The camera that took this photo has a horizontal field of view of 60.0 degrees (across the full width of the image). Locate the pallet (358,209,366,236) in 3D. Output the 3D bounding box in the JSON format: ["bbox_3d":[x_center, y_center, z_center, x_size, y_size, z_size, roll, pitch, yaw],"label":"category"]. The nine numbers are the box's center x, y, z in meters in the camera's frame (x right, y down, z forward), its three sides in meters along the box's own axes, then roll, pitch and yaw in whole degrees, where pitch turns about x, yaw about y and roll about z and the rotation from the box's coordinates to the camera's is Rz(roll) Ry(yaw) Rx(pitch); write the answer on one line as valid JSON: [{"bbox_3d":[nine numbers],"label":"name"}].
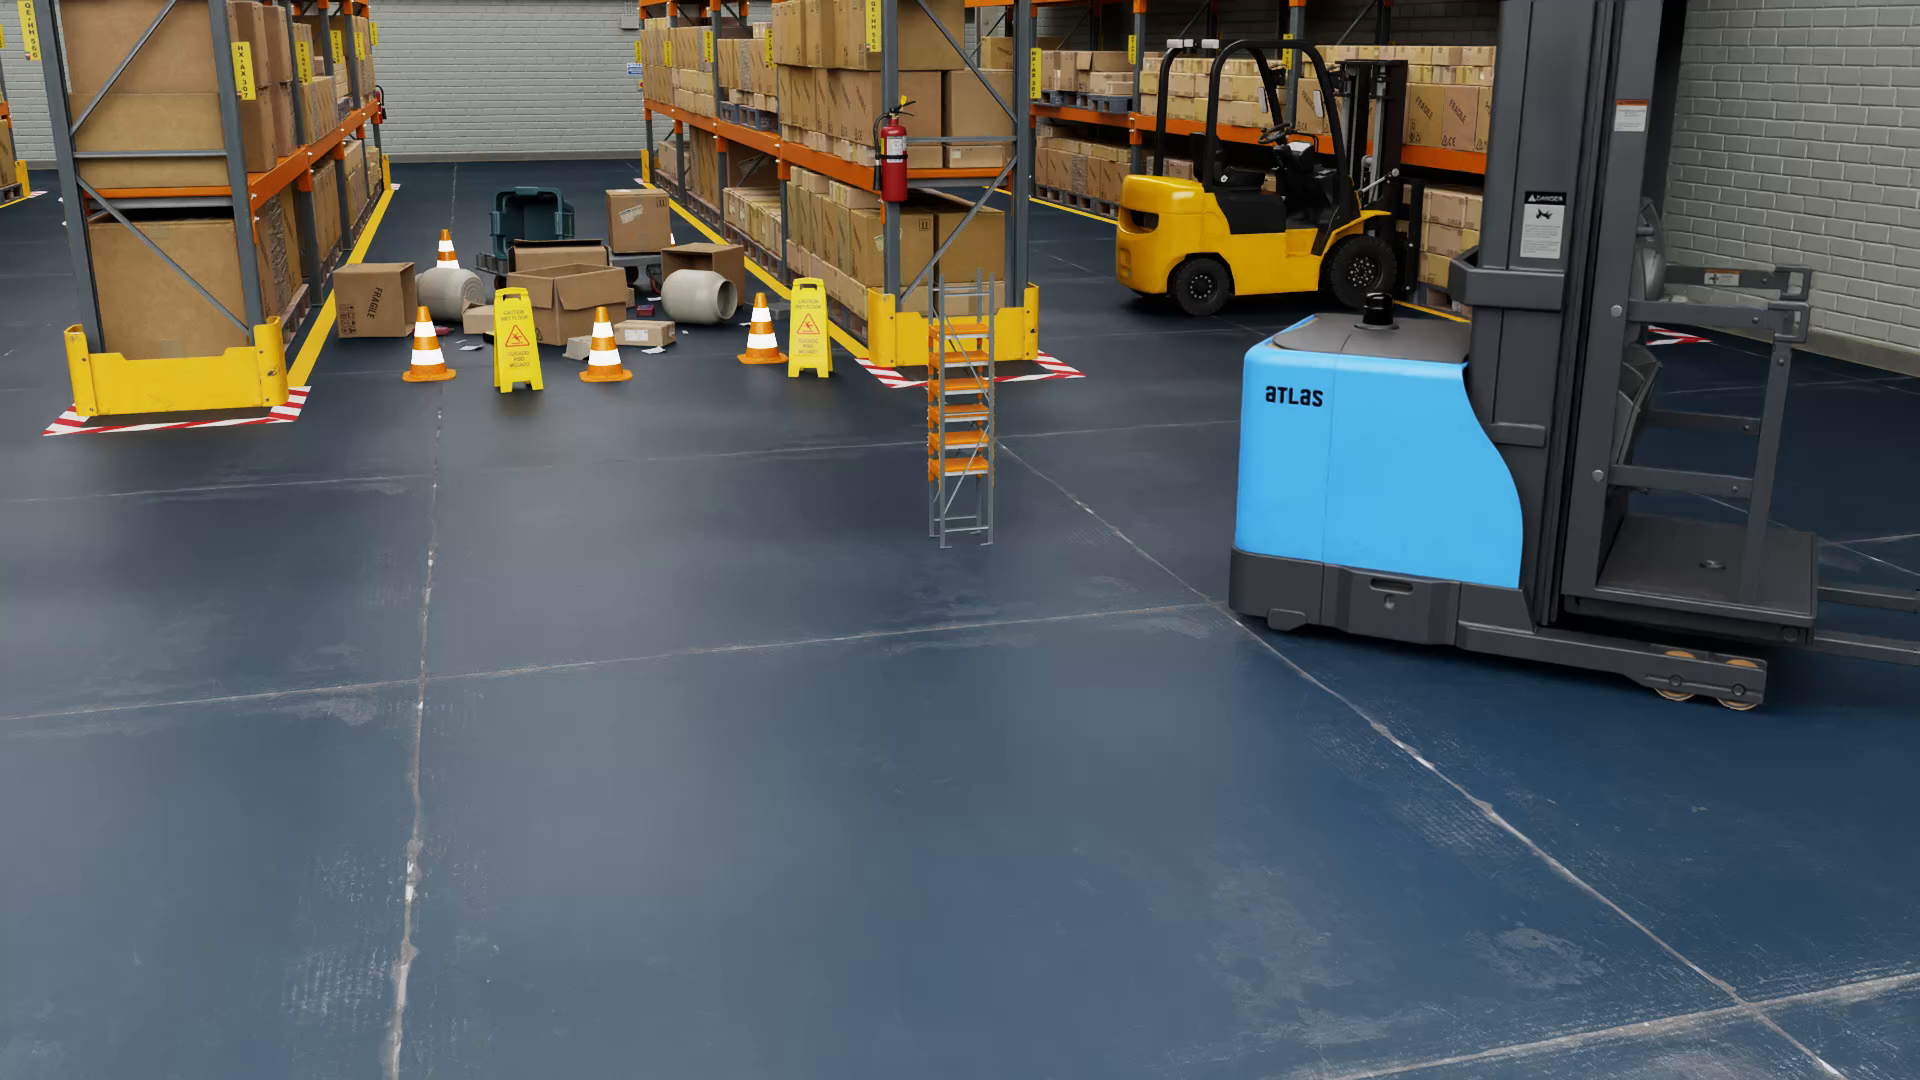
[{"bbox_3d":[-7.499,-3.699,19.399,1.003,0.211,1.213,-5,17,-15],"label":"pallet"}]

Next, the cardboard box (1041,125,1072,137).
[{"bbox_3d":[1.351,-5.742,23.325,0.380,0.149,0.250,-5,17,-16],"label":"cardboard box"}]

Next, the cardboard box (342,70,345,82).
[{"bbox_3d":[-7.615,-5.575,19.987,0.380,0.149,0.250,-4,17,-13],"label":"cardboard box"}]

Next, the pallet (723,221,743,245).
[{"bbox_3d":[-2.009,-3.349,18.234,1.003,0.211,1.213,-5,17,-15],"label":"pallet"}]

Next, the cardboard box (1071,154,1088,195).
[{"bbox_3d":[1.791,-4.824,21.913,0.500,0.500,0.500,-5,18,-17],"label":"cardboard box"}]

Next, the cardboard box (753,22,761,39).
[{"bbox_3d":[-1.767,-4.870,15.902,0.380,0.149,0.250,-5,18,-18],"label":"cardboard box"}]

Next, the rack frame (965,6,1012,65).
[{"bbox_3d":[0.350,-7.507,27.229,1.000,3.000,0.127,-5,17,-15],"label":"rack frame"}]

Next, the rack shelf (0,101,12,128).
[{"bbox_3d":[-13.400,-5.432,21.573,1.077,0.370,4.000,-5,17,-15],"label":"rack shelf"}]

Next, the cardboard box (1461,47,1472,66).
[{"bbox_3d":[4.254,-3.875,13.321,0.380,0.149,0.250,-5,17,-15],"label":"cardboard box"}]

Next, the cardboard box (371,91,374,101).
[{"bbox_3d":[-8.792,-6.506,24.334,0.380,0.149,0.250,-5,17,-15],"label":"cardboard box"}]

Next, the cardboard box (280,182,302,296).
[{"bbox_3d":[-5.749,-2.379,13.121,0.875,0.875,0.875,-4,17,-14],"label":"cardboard box"}]

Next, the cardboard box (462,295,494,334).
[{"bbox_3d":[-3.612,-1.736,12.769,0.396,0.266,0.258,-2,17,-6],"label":"cardboard box"}]

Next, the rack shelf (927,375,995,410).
[{"bbox_3d":[0.004,-0.643,7.244,0.258,0.103,0.180,-5,17,-15],"label":"rack shelf"}]

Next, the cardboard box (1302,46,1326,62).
[{"bbox_3d":[3.450,-4.577,15.657,0.380,0.149,0.250,-4,17,-14],"label":"cardboard box"}]

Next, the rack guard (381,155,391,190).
[{"bbox_3d":[-9.132,-5.476,24.813,1.175,0.500,0.348,-5,17,-15],"label":"rack guard"}]

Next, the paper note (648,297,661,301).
[{"bbox_3d":[-2.618,-2.091,14.359,0.148,0.019,0.142,-5,17,-15],"label":"paper note"}]

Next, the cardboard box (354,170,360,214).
[{"bbox_3d":[-7.191,-3.982,19.108,0.500,0.500,0.500,-5,17,-17],"label":"cardboard box"}]

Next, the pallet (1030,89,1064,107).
[{"bbox_3d":[1.564,-6.079,22.809,1.003,0.211,1.213,-5,17,-15],"label":"pallet"}]

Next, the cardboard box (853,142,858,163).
[{"bbox_3d":[-0.559,-2.788,11.956,0.380,0.149,0.250,-5,17,-16],"label":"cardboard box"}]

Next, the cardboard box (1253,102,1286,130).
[{"bbox_3d":[3.258,-4.235,16.596,0.500,0.250,0.500,-4,17,-14],"label":"cardboard box"}]

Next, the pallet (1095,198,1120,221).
[{"bbox_3d":[2.380,-4.168,20.961,1.003,0.211,1.213,-5,17,-15],"label":"pallet"}]

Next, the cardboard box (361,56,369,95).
[{"bbox_3d":[-8.194,-6.214,22.232,0.500,0.500,0.500,-5,17,-16],"label":"cardboard box"}]

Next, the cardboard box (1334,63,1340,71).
[{"bbox_3d":[3.654,-4.296,15.238,0.380,0.149,0.250,-5,17,-15],"label":"cardboard box"}]

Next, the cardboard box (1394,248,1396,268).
[{"bbox_3d":[3.894,-2.490,14.576,0.500,0.250,0.500,-4,17,-13],"label":"cardboard box"}]

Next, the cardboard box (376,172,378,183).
[{"bbox_3d":[-8.439,-5.125,23.525,0.380,0.149,0.250,-6,18,-18],"label":"cardboard box"}]

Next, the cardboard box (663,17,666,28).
[{"bbox_3d":[-3.930,-7.191,23.137,0.380,0.149,0.250,-5,17,-16],"label":"cardboard box"}]

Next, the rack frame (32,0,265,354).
[{"bbox_3d":[-4.756,-2.268,9.790,1.000,3.000,0.127,-5,17,-15],"label":"rack frame"}]

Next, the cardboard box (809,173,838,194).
[{"bbox_3d":[-1.024,-2.908,13.538,0.380,0.149,0.250,-4,17,-12],"label":"cardboard box"}]

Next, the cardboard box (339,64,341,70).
[{"bbox_3d":[-7.539,-5.639,19.685,0.380,0.149,0.250,-5,17,-15],"label":"cardboard box"}]

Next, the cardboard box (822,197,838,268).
[{"bbox_3d":[-0.774,-2.416,13.029,0.500,0.500,0.500,-5,17,-17],"label":"cardboard box"}]

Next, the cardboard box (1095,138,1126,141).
[{"bbox_3d":[2.076,-5.429,22.798,0.380,0.149,0.250,-6,18,-18],"label":"cardboard box"}]

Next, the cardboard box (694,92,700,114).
[{"bbox_3d":[-2.890,-5.229,19.906,0.500,0.250,0.500,-5,17,-16],"label":"cardboard box"}]

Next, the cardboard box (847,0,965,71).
[{"bbox_3d":[-0.374,-3.481,11.398,0.700,0.500,0.500,-5,17,-17],"label":"cardboard box"}]

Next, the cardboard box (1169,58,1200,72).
[{"bbox_3d":[2.523,-5.398,18.908,0.380,0.149,0.250,-4,17,-14],"label":"cardboard box"}]

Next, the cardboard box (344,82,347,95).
[{"bbox_3d":[-7.682,-5.503,20.263,0.380,0.149,0.250,-5,17,-15],"label":"cardboard box"}]

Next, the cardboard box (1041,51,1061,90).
[{"bbox_3d":[1.510,-6.355,22.490,0.700,0.500,0.500,-5,17,-15],"label":"cardboard box"}]

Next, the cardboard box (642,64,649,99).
[{"bbox_3d":[-4.565,-7.006,25.388,0.500,0.500,0.500,-5,17,-16],"label":"cardboard box"}]

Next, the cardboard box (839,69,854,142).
[{"bbox_3d":[-0.571,-3.145,12.018,0.500,0.500,0.500,-5,17,-15],"label":"cardboard box"}]

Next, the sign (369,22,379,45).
[{"bbox_3d":[-8.614,-7.438,24.439,0.100,0.325,0.005,-5,17,-15],"label":"sign"}]

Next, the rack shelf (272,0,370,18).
[{"bbox_3d":[-8.603,-7.233,22.354,1.077,0.370,4.000,-5,17,-15],"label":"rack shelf"}]

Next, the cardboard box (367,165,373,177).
[{"bbox_3d":[-8.236,-5.047,22.747,0.380,0.149,0.250,-5,17,-16],"label":"cardboard box"}]

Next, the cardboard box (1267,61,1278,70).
[{"bbox_3d":[3.252,-4.693,16.560,0.380,0.149,0.250,-5,17,-16],"label":"cardboard box"}]

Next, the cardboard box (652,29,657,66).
[{"bbox_3d":[-4.128,-7.063,23.839,0.500,0.500,0.500,-5,17,-15],"label":"cardboard box"}]

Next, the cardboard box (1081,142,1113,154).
[{"bbox_3d":[1.814,-5.166,21.925,0.380,0.149,0.250,-5,17,-15],"label":"cardboard box"}]

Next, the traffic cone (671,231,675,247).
[{"bbox_3d":[-2.810,-2.812,16.008,0.336,0.463,0.334,-5,17,-15],"label":"traffic cone"}]

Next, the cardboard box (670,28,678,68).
[{"bbox_3d":[-3.477,-6.389,21.597,0.500,0.500,0.500,-4,17,-15],"label":"cardboard box"}]

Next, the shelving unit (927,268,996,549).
[{"bbox_3d":[0.004,-0.571,7.266,0.258,1.200,0.189,-5,17,-15],"label":"shelving unit"}]

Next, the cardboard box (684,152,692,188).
[{"bbox_3d":[-3.391,-5.163,23.151,0.875,0.438,0.875,-5,17,-16],"label":"cardboard box"}]

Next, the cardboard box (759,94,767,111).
[{"bbox_3d":[-1.691,-4.138,15.722,0.380,0.149,0.250,-5,17,-16],"label":"cardboard box"}]

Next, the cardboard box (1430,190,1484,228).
[{"bbox_3d":[4.175,-2.688,13.498,0.500,0.250,0.500,-4,17,-14],"label":"cardboard box"}]

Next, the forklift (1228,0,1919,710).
[{"bbox_3d":[2.580,-1.009,5.716,3.031,2.935,1.130,8,19,25],"label":"forklift"}]

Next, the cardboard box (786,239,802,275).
[{"bbox_3d":[-1.221,-2.494,14.590,0.500,0.250,0.500,-6,18,-18],"label":"cardboard box"}]

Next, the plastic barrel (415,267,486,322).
[{"bbox_3d":[-4.068,-1.949,13.203,0.512,0.421,0.421,7,18,23],"label":"plastic barrel"}]

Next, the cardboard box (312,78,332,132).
[{"bbox_3d":[-6.299,-4.149,15.878,0.500,0.500,0.500,-5,17,-16],"label":"cardboard box"}]
